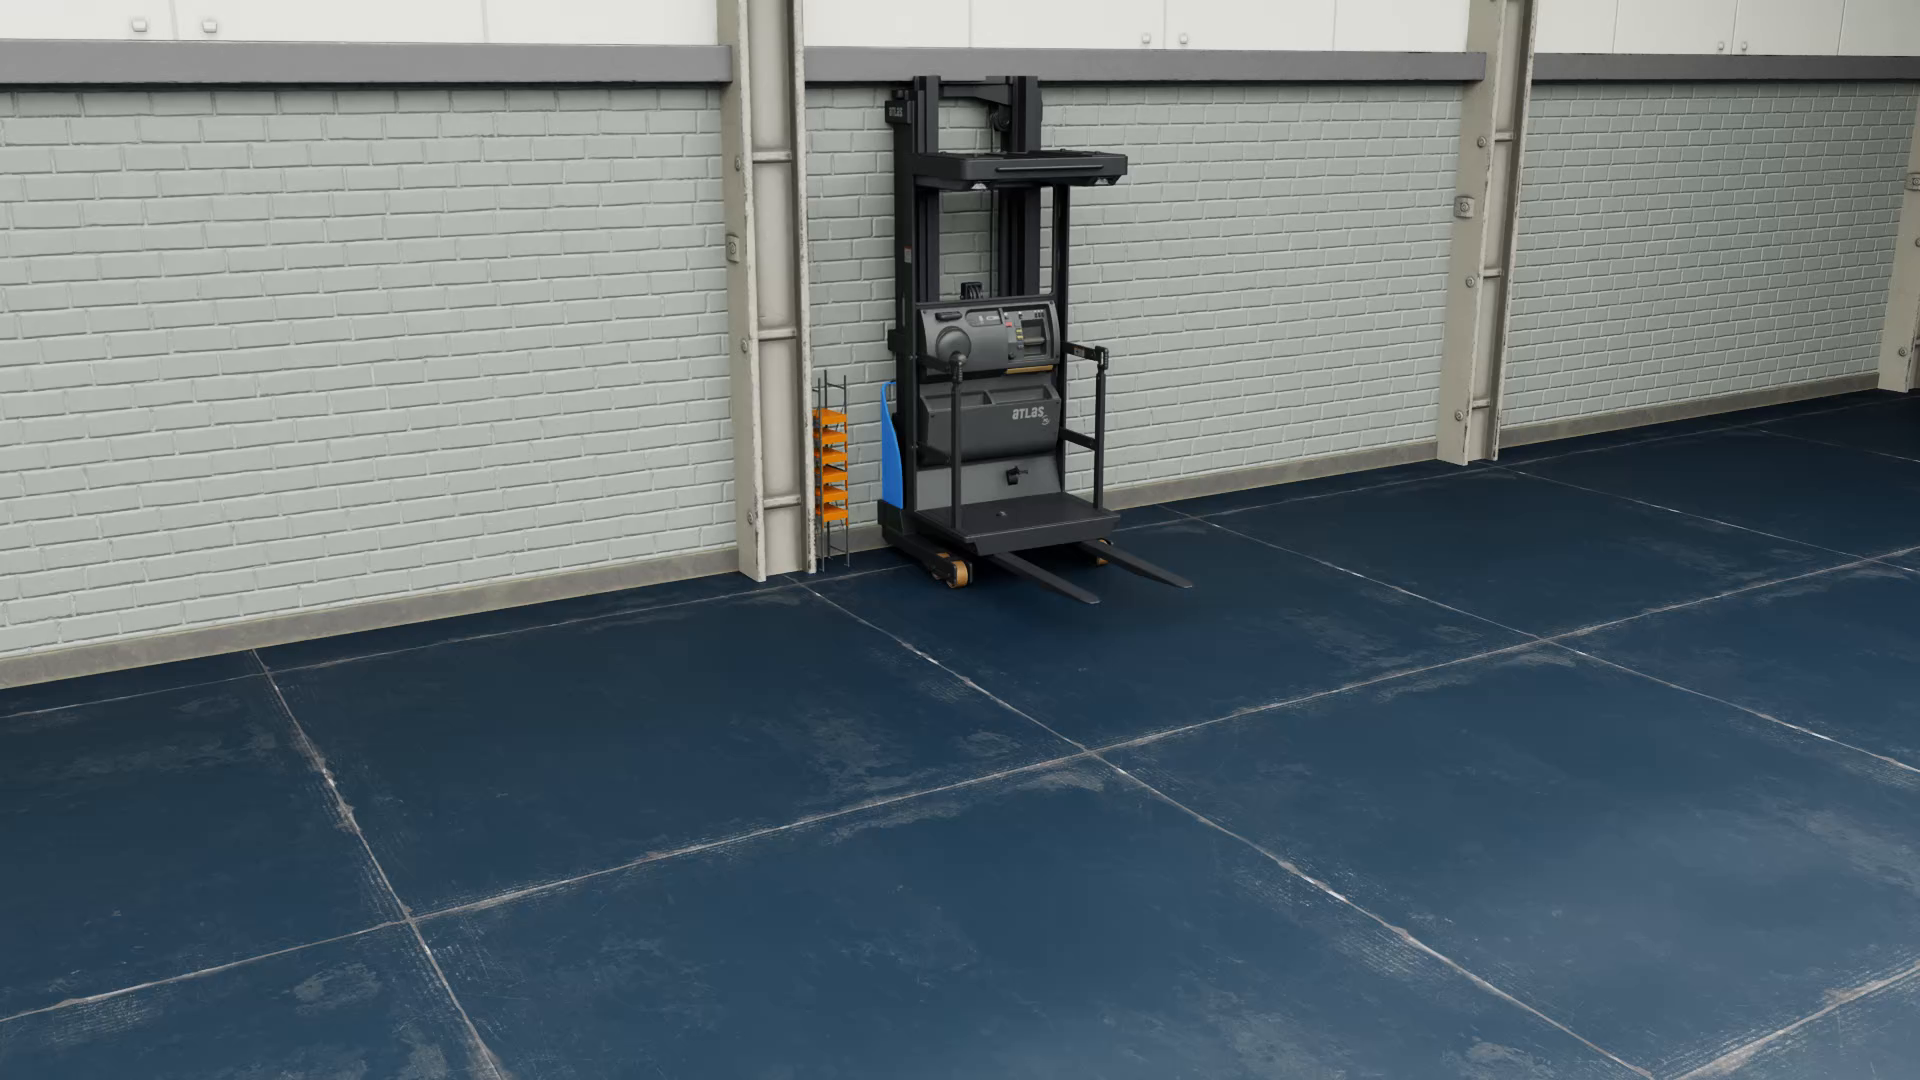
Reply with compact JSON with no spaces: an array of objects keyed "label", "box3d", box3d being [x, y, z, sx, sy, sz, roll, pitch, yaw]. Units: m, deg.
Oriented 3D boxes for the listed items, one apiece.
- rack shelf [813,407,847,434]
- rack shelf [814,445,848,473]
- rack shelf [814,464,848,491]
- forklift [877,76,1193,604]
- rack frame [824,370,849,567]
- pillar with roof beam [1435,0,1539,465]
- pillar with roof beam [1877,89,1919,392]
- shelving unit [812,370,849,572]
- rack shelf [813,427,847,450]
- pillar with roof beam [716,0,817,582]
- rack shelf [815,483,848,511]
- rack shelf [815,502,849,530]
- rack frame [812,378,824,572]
[{"label":"rack shelf","box3d":[-0.832,-0.728,10.112,0.180,0.103,0.258,-11,19,-35]},{"label":"rack shelf","box3d":[-0.833,-0.496,10.176,0.180,0.103,0.258,-11,19,-35]},{"label":"rack shelf","box3d":[-0.833,-0.381,10.208,0.180,0.103,0.258,-11,19,-35]},{"label":"forklift","box3d":[0.291,-1.262,9.981,1.130,2.935,3.031,-8,18,-27]},{"label":"rack frame","box3d":[-0.760,-0.438,10.249,0.006,1.200,0.240,-11,19,-35]},{"label":"pillar with roof beam","box3d":[6.234,-3.982,8.442,0.400,9.000,9.100,-9,18,-30]},{"label":"pillar with roof beam","box3d":[11.377,-4.816,11.418,0.400,9.000,9.100,-9,18,-30]},{"label":"shelving unit","box3d":[-0.833,-0.424,10.196,0.189,1.200,0.258,-11,19,-35]},{"label":"rack shelf","box3d":[-0.832,-0.612,10.144,0.180,0.103,0.258,-11,19,-35]},{"label":"pillar with roof beam","box3d":[1.091,-3.148,5.467,0.400,9.000,9.100,-9,18,-30]},{"label":"rack shelf","box3d":[-0.833,-0.265,10.240,0.180,0.103,0.258,-11,19,-35]},{"label":"rack shelf","box3d":[-0.834,-0.150,10.272,0.180,0.103,0.258,-11,19,-35]},{"label":"rack frame","box3d":[-0.906,-0.409,10.143,0.006,1.200,0.240,-11,19,-35]}]
